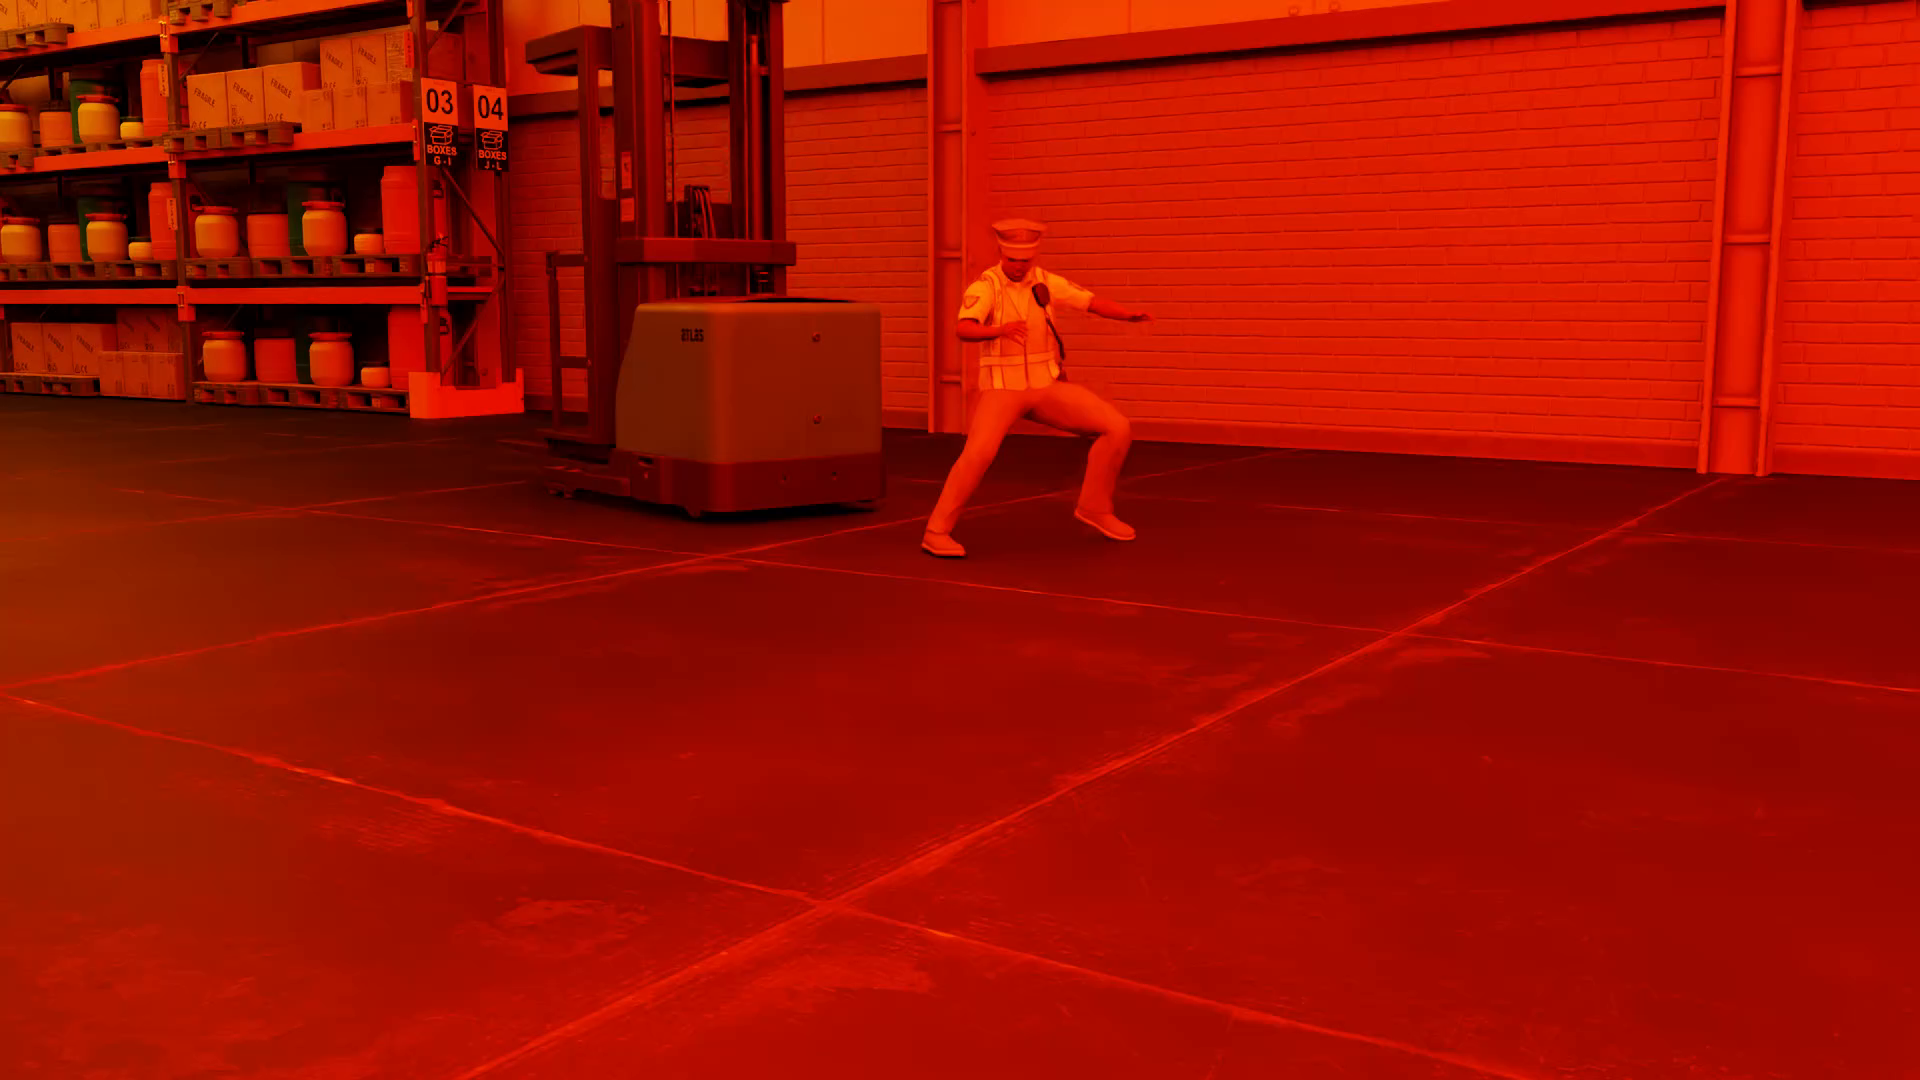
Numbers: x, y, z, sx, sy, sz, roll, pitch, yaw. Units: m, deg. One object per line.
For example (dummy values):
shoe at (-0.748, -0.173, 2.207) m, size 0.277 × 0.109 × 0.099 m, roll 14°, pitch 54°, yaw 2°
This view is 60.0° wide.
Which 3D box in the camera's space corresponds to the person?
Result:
person at (0.317, -0.676, 7.258) m, size 0.995 × 1.436 × 0.712 m, roll -2°, pitch 8°, yaw -13°

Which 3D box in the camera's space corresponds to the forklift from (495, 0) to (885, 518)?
forklift at (-1.704, -1.720, 9.285) m, size 1.130 × 2.935 × 3.031 m, roll -6°, pitch 10°, yaw -38°
